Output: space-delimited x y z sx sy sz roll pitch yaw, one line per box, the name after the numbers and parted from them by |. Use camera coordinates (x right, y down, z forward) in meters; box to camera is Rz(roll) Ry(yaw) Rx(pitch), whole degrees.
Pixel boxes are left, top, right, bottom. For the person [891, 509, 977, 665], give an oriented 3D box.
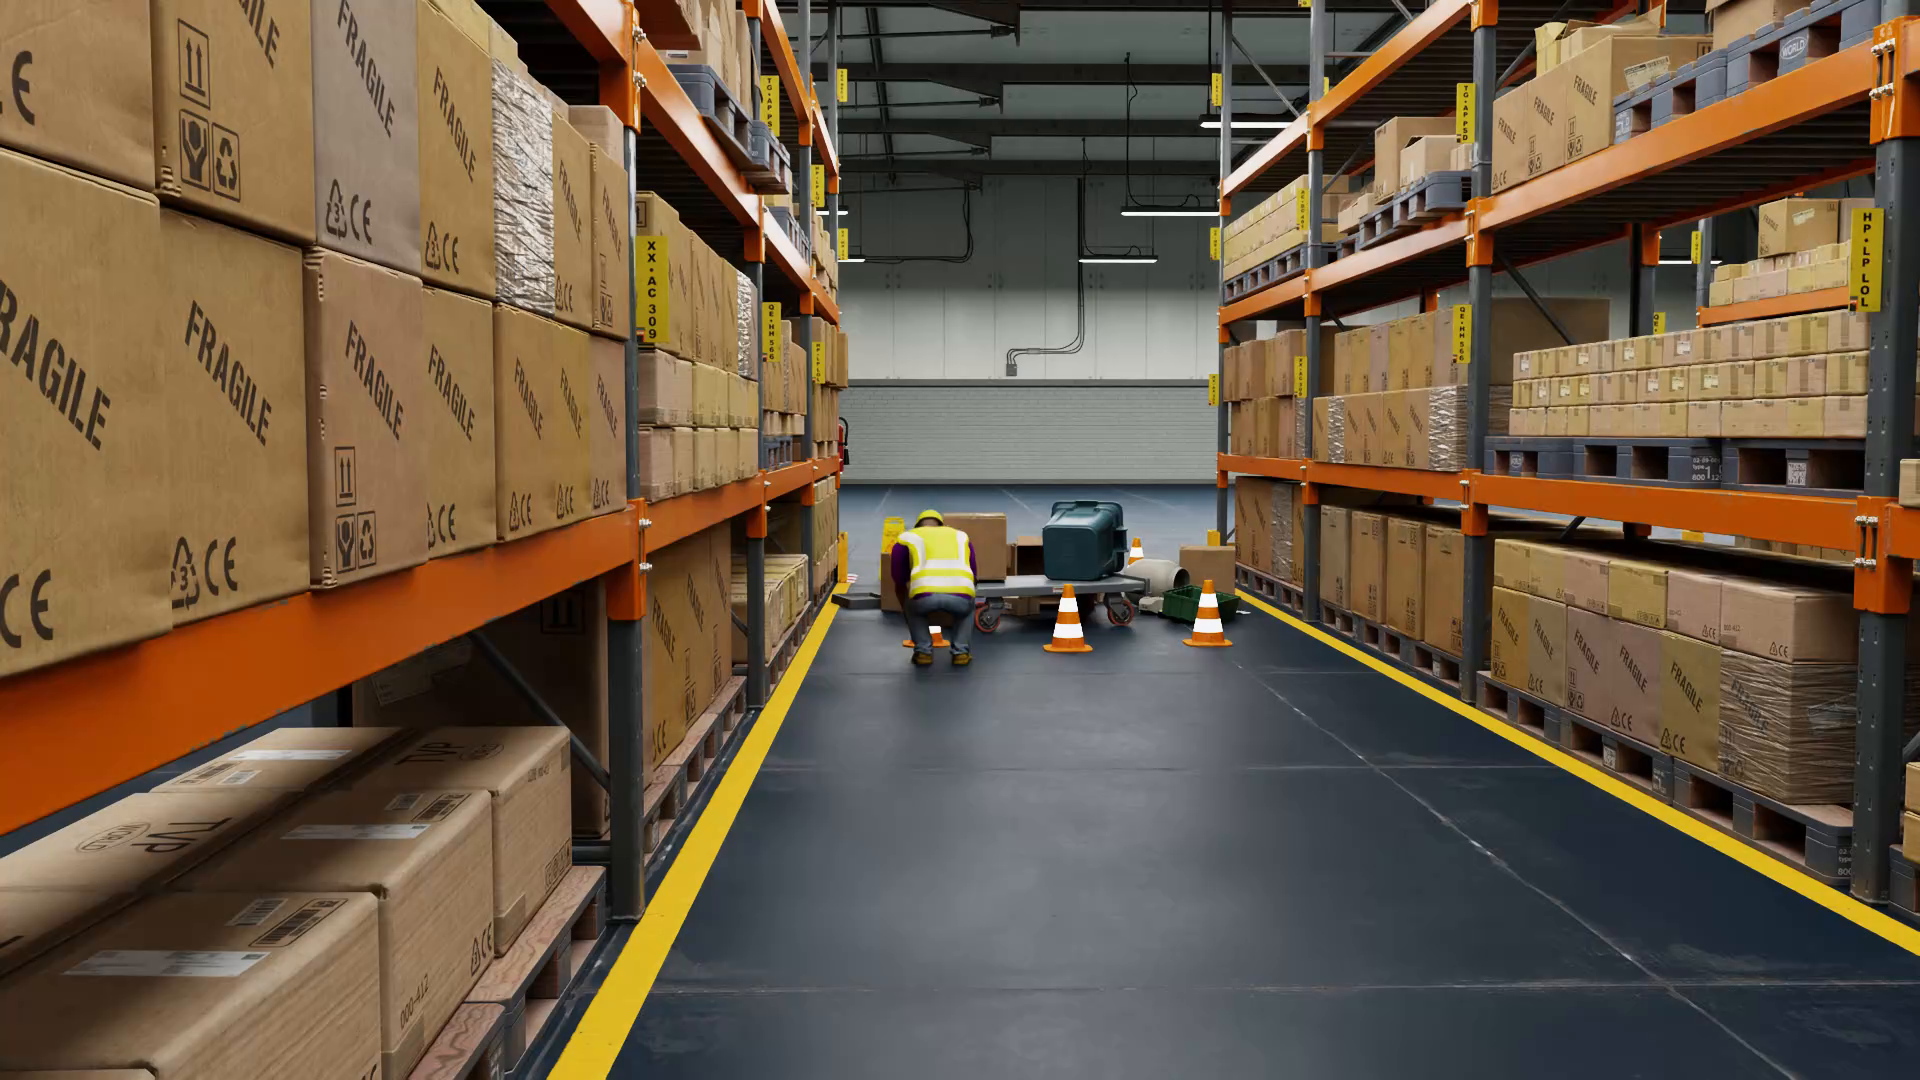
-0.172 0.311 11.177 0.582 1.008 0.902 0 4 -1 | person
